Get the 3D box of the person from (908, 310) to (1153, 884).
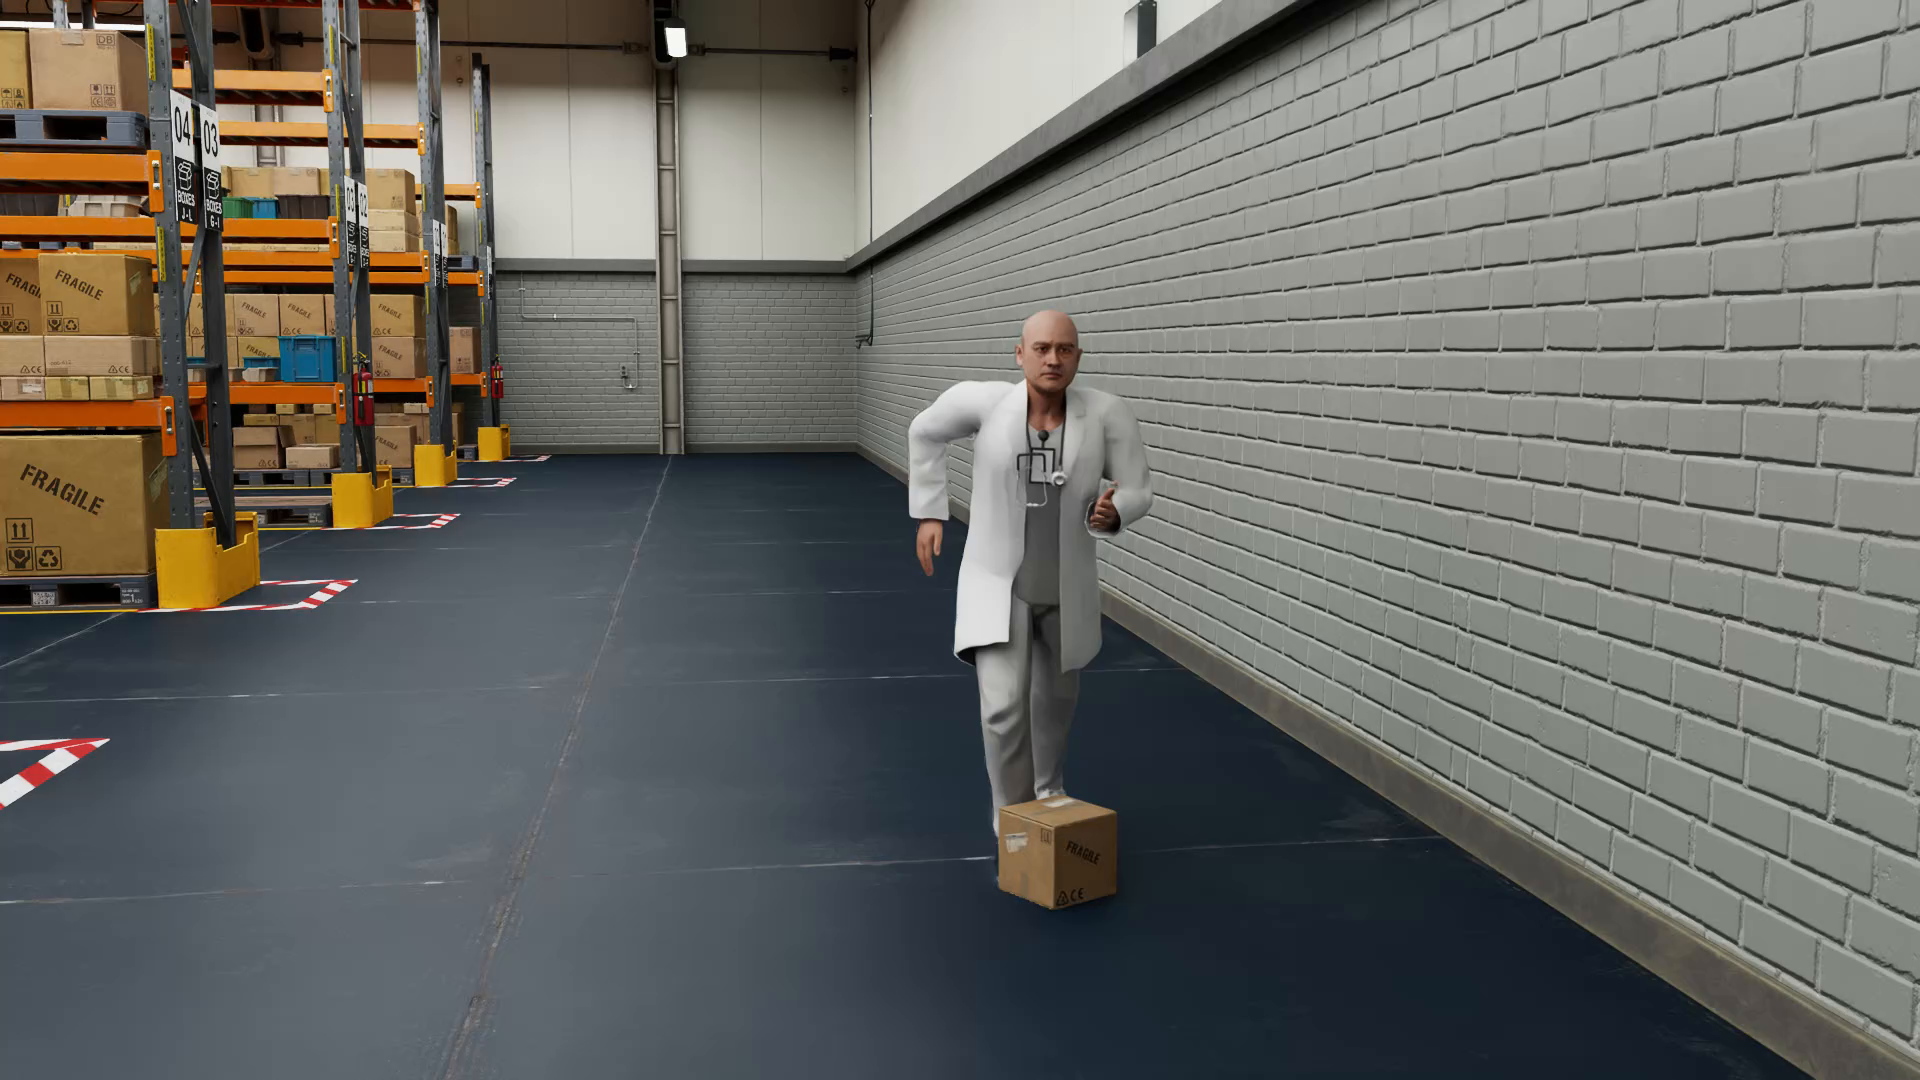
[{"bbox_3d":[0.214,0.160,5.148,0.693,1.720,1.016,-1,7,-13],"label":"person"}]
